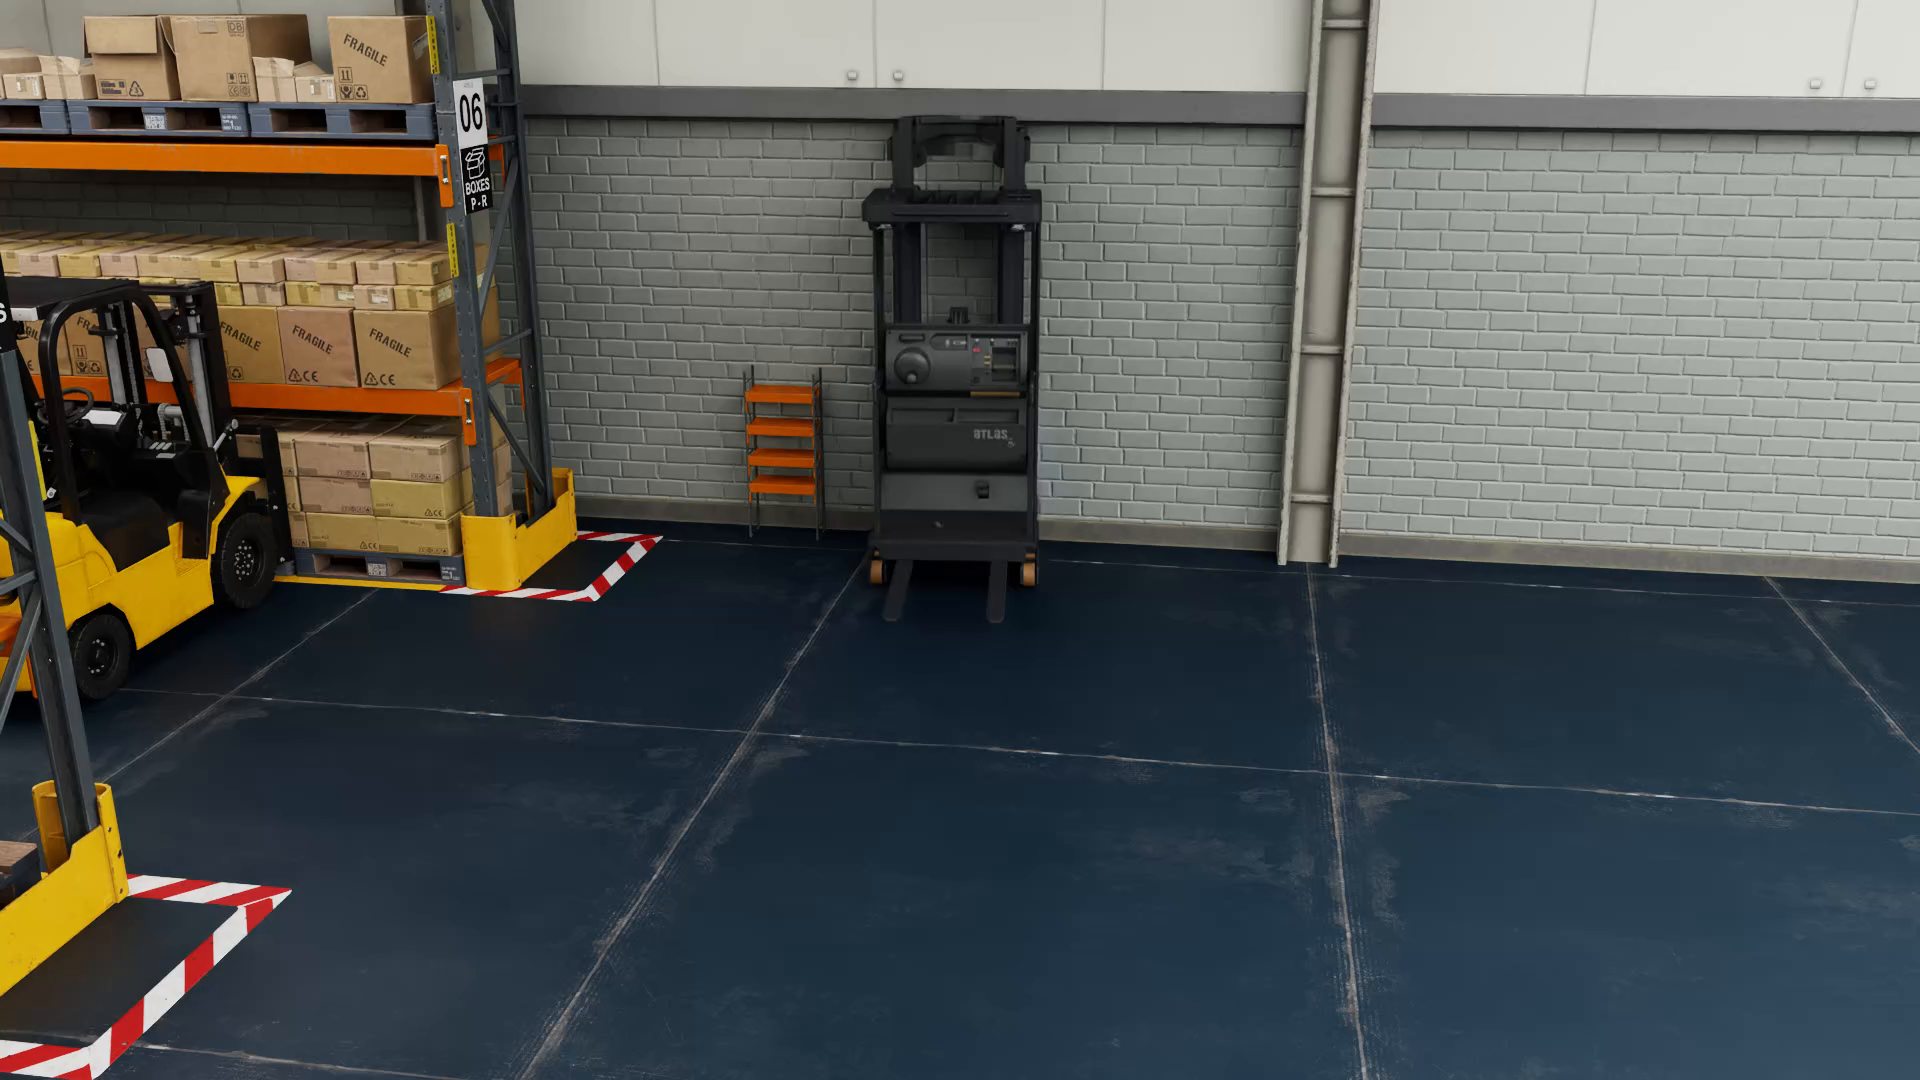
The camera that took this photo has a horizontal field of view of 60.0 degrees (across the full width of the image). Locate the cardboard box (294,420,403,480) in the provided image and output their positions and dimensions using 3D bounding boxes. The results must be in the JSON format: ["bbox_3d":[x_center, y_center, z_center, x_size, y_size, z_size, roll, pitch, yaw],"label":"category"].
[{"bbox_3d":[-4.010,-0.598,10.958,0.500,0.250,0.500,3,19,10],"label":"cardboard box"}]

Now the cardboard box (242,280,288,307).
[{"bbox_3d":[-4.405,-1.614,10.720,0.250,0.149,0.380,2,19,7],"label":"cardboard box"}]

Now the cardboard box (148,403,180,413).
[{"bbox_3d":[-5.434,-0.835,11.667,0.500,0.250,0.500,3,19,9],"label":"cardboard box"}]

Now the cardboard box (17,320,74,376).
[{"bbox_3d":[-6.037,-1.403,11.110,0.500,0.500,0.500,3,19,10],"label":"cardboard box"}]

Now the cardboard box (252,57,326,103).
[{"bbox_3d":[-4.118,-2.844,10.240,0.258,0.266,0.396,3,19,9],"label":"cardboard box"}]

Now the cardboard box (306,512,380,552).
[{"bbox_3d":[-4.005,-0.127,11.127,0.500,0.250,0.500,3,19,9],"label":"cardboard box"}]

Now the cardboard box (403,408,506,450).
[{"bbox_3d":[-3.446,-0.732,11.359,0.500,0.250,0.500,3,19,8],"label":"cardboard box"}]

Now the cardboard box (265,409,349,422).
[{"bbox_3d":[-4.432,-0.784,11.516,0.500,0.250,0.500,3,19,8],"label":"cardboard box"}]

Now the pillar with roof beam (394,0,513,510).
[{"bbox_3d":[-4.228,-3.093,6.864,0.400,9.000,9.100,3,19,9],"label":"pillar with roof beam"}]

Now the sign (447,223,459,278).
[{"bbox_3d":[-3.101,-1.771,10.171,0.005,0.325,0.100,3,19,9],"label":"sign"}]

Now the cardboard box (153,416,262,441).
[{"bbox_3d":[-5.009,-0.648,11.108,0.500,0.250,0.500,3,19,8],"label":"cardboard box"}]

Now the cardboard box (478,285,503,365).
[{"bbox_3d":[-3.446,-1.438,11.217,0.500,0.500,0.500,4,19,10],"label":"cardboard box"}]

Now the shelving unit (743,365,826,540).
[{"bbox_3d":[-1.236,-0.616,11.754,0.503,1.200,0.258,3,19,8],"label":"shelving unit"}]

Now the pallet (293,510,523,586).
[{"bbox_3d":[-3.763,0.018,11.417,1.213,0.211,1.003,3,19,9],"label":"pallet"}]

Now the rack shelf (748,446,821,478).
[{"bbox_3d":[-1.236,-0.552,11.775,0.480,0.148,0.258,3,19,8],"label":"rack shelf"}]

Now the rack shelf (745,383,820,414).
[{"bbox_3d":[-1.236,-0.989,11.629,0.480,0.148,0.258,3,19,8],"label":"rack shelf"}]

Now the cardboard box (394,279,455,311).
[{"bbox_3d":[-3.388,-1.564,10.569,0.250,0.149,0.380,3,19,9],"label":"cardboard box"}]

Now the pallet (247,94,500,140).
[{"bbox_3d":[-3.695,-2.703,10.567,1.213,0.211,1.003,3,19,9],"label":"pallet"}]

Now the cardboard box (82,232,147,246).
[{"bbox_3d":[-5.826,-2.027,11.486,0.250,0.149,0.380,3,19,8],"label":"cardboard box"}]

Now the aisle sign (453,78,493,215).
[{"bbox_3d":[-2.983,-2.417,10.201,0.004,0.787,0.394,3,19,9],"label":"aisle sign"}]

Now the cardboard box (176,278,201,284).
[{"bbox_3d":[-4.891,-1.661,10.862,0.250,0.149,0.380,3,19,8],"label":"cardboard box"}]

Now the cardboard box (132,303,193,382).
[{"bbox_3d":[-5.044,-1.346,10.940,0.500,0.500,0.500,3,19,9],"label":"cardboard box"}]

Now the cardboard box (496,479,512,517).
[{"bbox_3d":[-3.455,-0.260,11.525,0.500,0.250,0.500,3,19,9],"label":"cardboard box"}]

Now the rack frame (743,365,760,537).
[{"bbox_3d":[-1.477,-0.627,11.788,0.015,1.200,0.240,3,19,8],"label":"rack frame"}]

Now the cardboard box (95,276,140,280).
[{"bbox_3d":[-5.418,-1.664,10.868,0.250,0.149,0.380,2,19,7],"label":"cardboard box"}]

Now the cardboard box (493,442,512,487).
[{"bbox_3d":[-3.432,-0.500,11.454,0.500,0.250,0.500,3,19,10],"label":"cardboard box"}]

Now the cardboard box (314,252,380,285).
[{"bbox_3d":[-3.899,-1.735,10.611,0.250,0.149,0.380,3,19,10],"label":"cardboard box"}]

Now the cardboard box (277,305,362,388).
[{"bbox_3d":[-4.039,-1.298,10.798,0.500,0.500,0.500,4,19,10],"label":"cardboard box"}]

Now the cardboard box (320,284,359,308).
[{"bbox_3d":[-3.891,-1.600,10.677,0.250,0.149,0.380,3,19,10],"label":"cardboard box"}]

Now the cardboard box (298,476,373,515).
[{"bbox_3d":[-4.025,-0.367,11.055,0.500,0.250,0.500,3,19,8],"label":"cardboard box"}]

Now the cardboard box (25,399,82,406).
[{"bbox_3d":[-6.434,-0.886,11.818,0.500,0.250,0.500,3,19,10],"label":"cardboard box"}]

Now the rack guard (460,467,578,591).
[{"bbox_3d":[-2.977,-0.092,11.292,0.348,0.500,1.175,3,19,9],"label":"rack guard"}]

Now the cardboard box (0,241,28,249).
[{"bbox_3d":[-6.407,-1.888,11.070,0.250,0.149,0.380,3,19,9],"label":"cardboard box"}]

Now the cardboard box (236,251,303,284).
[{"bbox_3d":[-4.408,-1.749,10.653,0.250,0.149,0.380,3,19,10],"label":"cardboard box"}]

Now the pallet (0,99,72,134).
[{"bbox_3d":[-6.104,-2.826,10.934,1.213,0.211,1.003,3,19,9],"label":"pallet"}]

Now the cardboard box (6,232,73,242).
[{"bbox_3d":[-6.346,-2.029,11.493,0.250,0.149,0.380,2,19,7],"label":"cardboard box"}]

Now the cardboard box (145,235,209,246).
[{"bbox_3d":[-5.328,-1.980,11.346,0.250,0.149,0.380,3,19,8],"label":"cardboard box"}]

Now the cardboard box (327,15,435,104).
[{"bbox_3d":[-3.477,-2.941,10.163,0.500,0.500,0.500,4,19,10],"label":"cardboard box"}]

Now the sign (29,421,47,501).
[{"bbox_3d":[-3.699,-0.304,6.621,0.005,0.325,0.100,3,19,9],"label":"sign"}]

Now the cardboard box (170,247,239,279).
[{"bbox_3d":[-4.904,-1.803,10.814,0.250,0.149,0.380,3,19,9],"label":"cardboard box"}]

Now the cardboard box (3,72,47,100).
[{"bbox_3d":[-5.797,-2.874,10.514,0.250,0.149,0.380,3,19,10],"label":"cardboard box"}]

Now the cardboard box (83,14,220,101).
[{"bbox_3d":[-5.044,-3.067,10.534,0.637,0.503,0.797,4,19,10],"label":"cardboard box"}]

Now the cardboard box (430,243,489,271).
[{"bbox_3d":[-3.299,-1.859,10.983,0.250,0.149,0.380,3,19,8],"label":"cardboard box"}]

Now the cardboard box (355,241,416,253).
[{"bbox_3d":[-3.815,-1.892,11.080,0.250,0.149,0.380,3,19,10],"label":"cardboard box"}]

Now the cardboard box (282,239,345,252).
[{"bbox_3d":[-4.321,-1.914,11.148,0.250,0.149,0.380,4,19,10],"label":"cardboard box"}]

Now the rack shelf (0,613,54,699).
[{"bbox_3d":[-5.759,0.517,6.665,4.000,0.370,1.077,3,19,9],"label":"rack shelf"}]

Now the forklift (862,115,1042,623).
[{"bbox_3d":[-0.030,-1.185,10.727,1.130,2.935,3.031,1,19,3],"label":"forklift"}]

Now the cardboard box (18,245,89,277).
[{"bbox_3d":[-5.919,-1.827,10.889,0.250,0.149,0.380,3,19,10],"label":"cardboard box"}]

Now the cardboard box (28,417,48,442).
[{"bbox_3d":[-6.019,-0.698,11.258,0.500,0.250,0.500,3,19,9],"label":"cardboard box"}]

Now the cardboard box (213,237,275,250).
[{"bbox_3d":[-4.821,-1.946,11.242,0.250,0.149,0.380,3,19,9],"label":"cardboard box"}]

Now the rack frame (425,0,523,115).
[{"bbox_3d":[-3.001,-4.124,9.947,0.127,3.000,1.000,3,19,9],"label":"rack frame"}]

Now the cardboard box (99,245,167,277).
[{"bbox_3d":[-5.398,-1.827,10.889,0.250,0.149,0.380,3,19,8],"label":"cardboard box"}]

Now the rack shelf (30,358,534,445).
[{"bbox_3d":[-4.976,-1.039,11.313,4.000,0.370,1.077,3,19,9],"label":"rack shelf"}]

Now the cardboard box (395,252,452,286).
[{"bbox_3d":[-3.388,-1.727,10.589,0.250,0.149,0.380,3,19,9],"label":"cardboard box"}]

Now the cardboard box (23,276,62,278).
[{"bbox_3d":[-5.928,-1.684,10.930,0.250,0.149,0.380,3,19,10],"label":"cardboard box"}]
